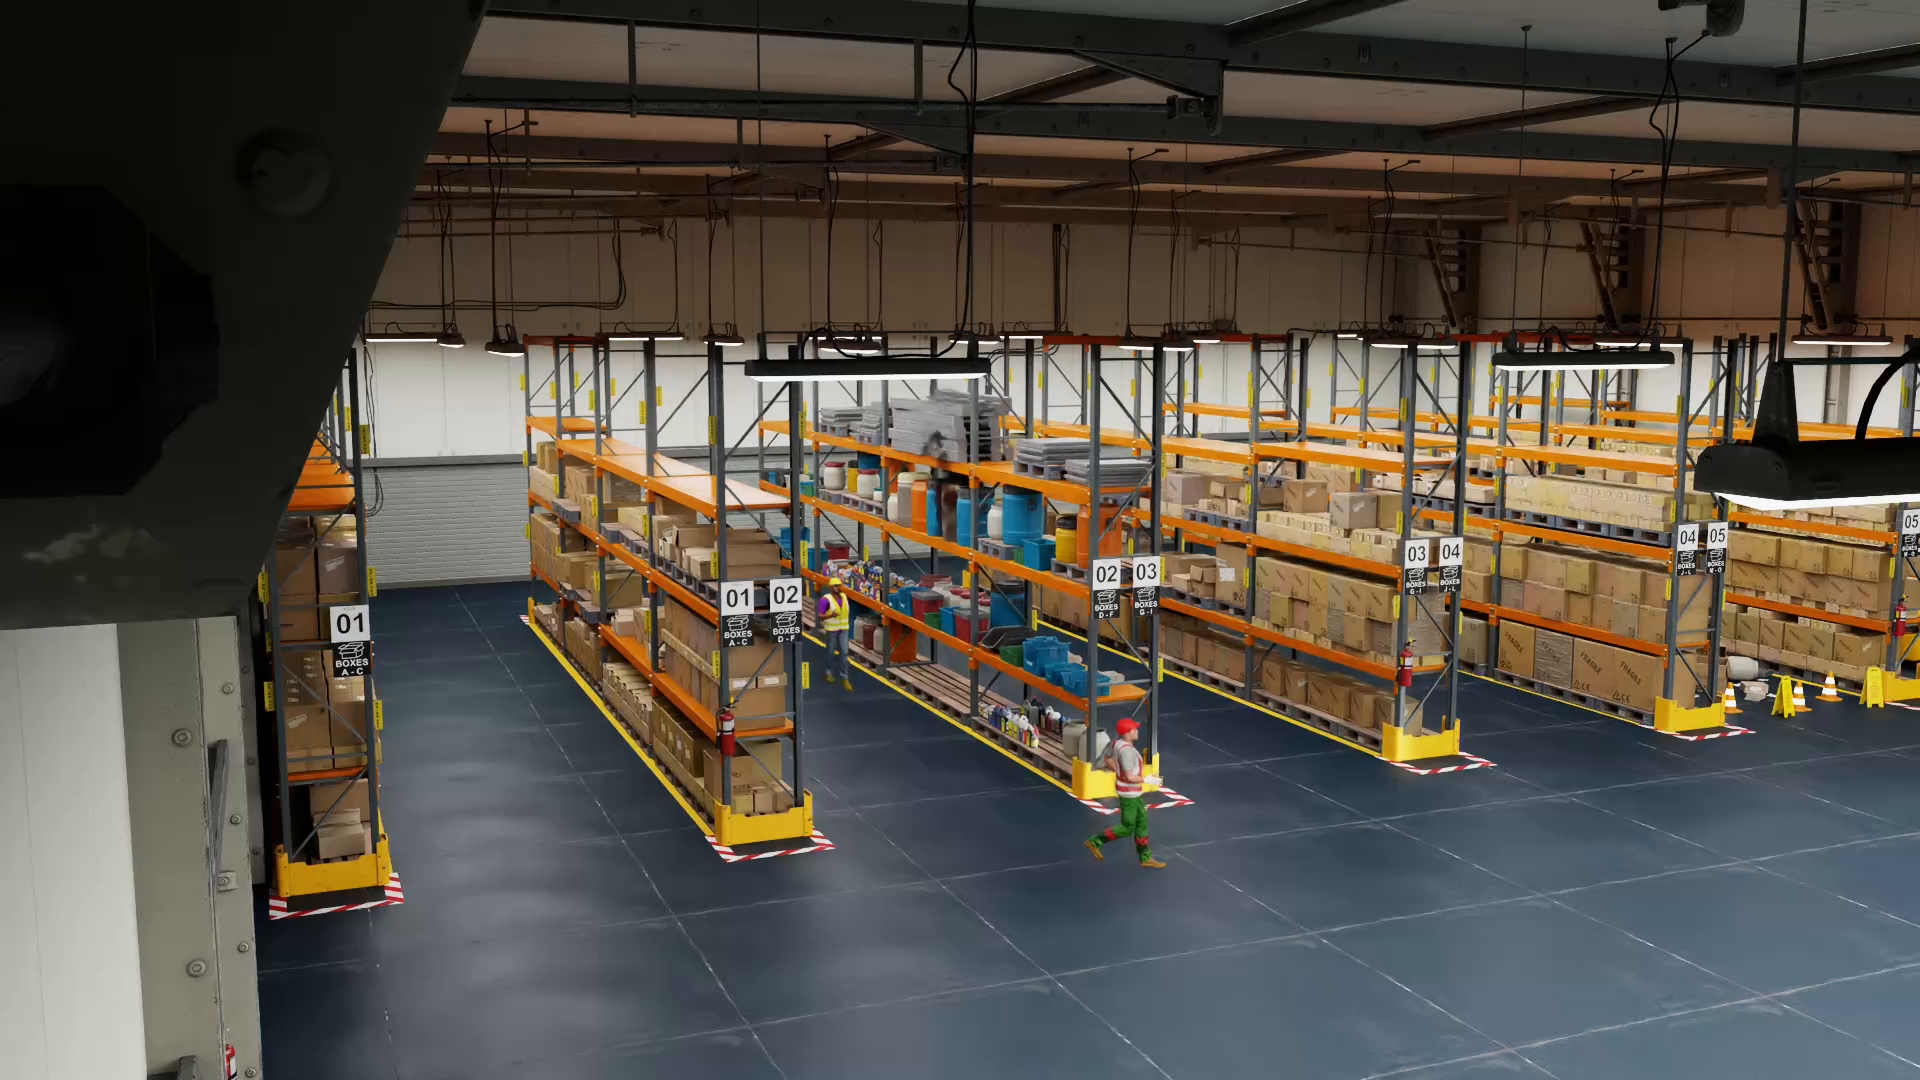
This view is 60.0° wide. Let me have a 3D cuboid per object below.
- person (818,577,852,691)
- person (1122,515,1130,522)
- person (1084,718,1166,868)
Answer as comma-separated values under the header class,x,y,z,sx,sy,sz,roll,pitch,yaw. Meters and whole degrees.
class,x,y,z,sx,sy,sz,roll,pitch,yaw
person,-2.032,1.531,27.388,0.677,1.854,0.713,-4,9,-28
person,3.892,0.152,40.436,0.638,1.620,0.499,2,8,17
person,1.905,2.913,19.103,0.960,1.778,0.662,0,8,-2
